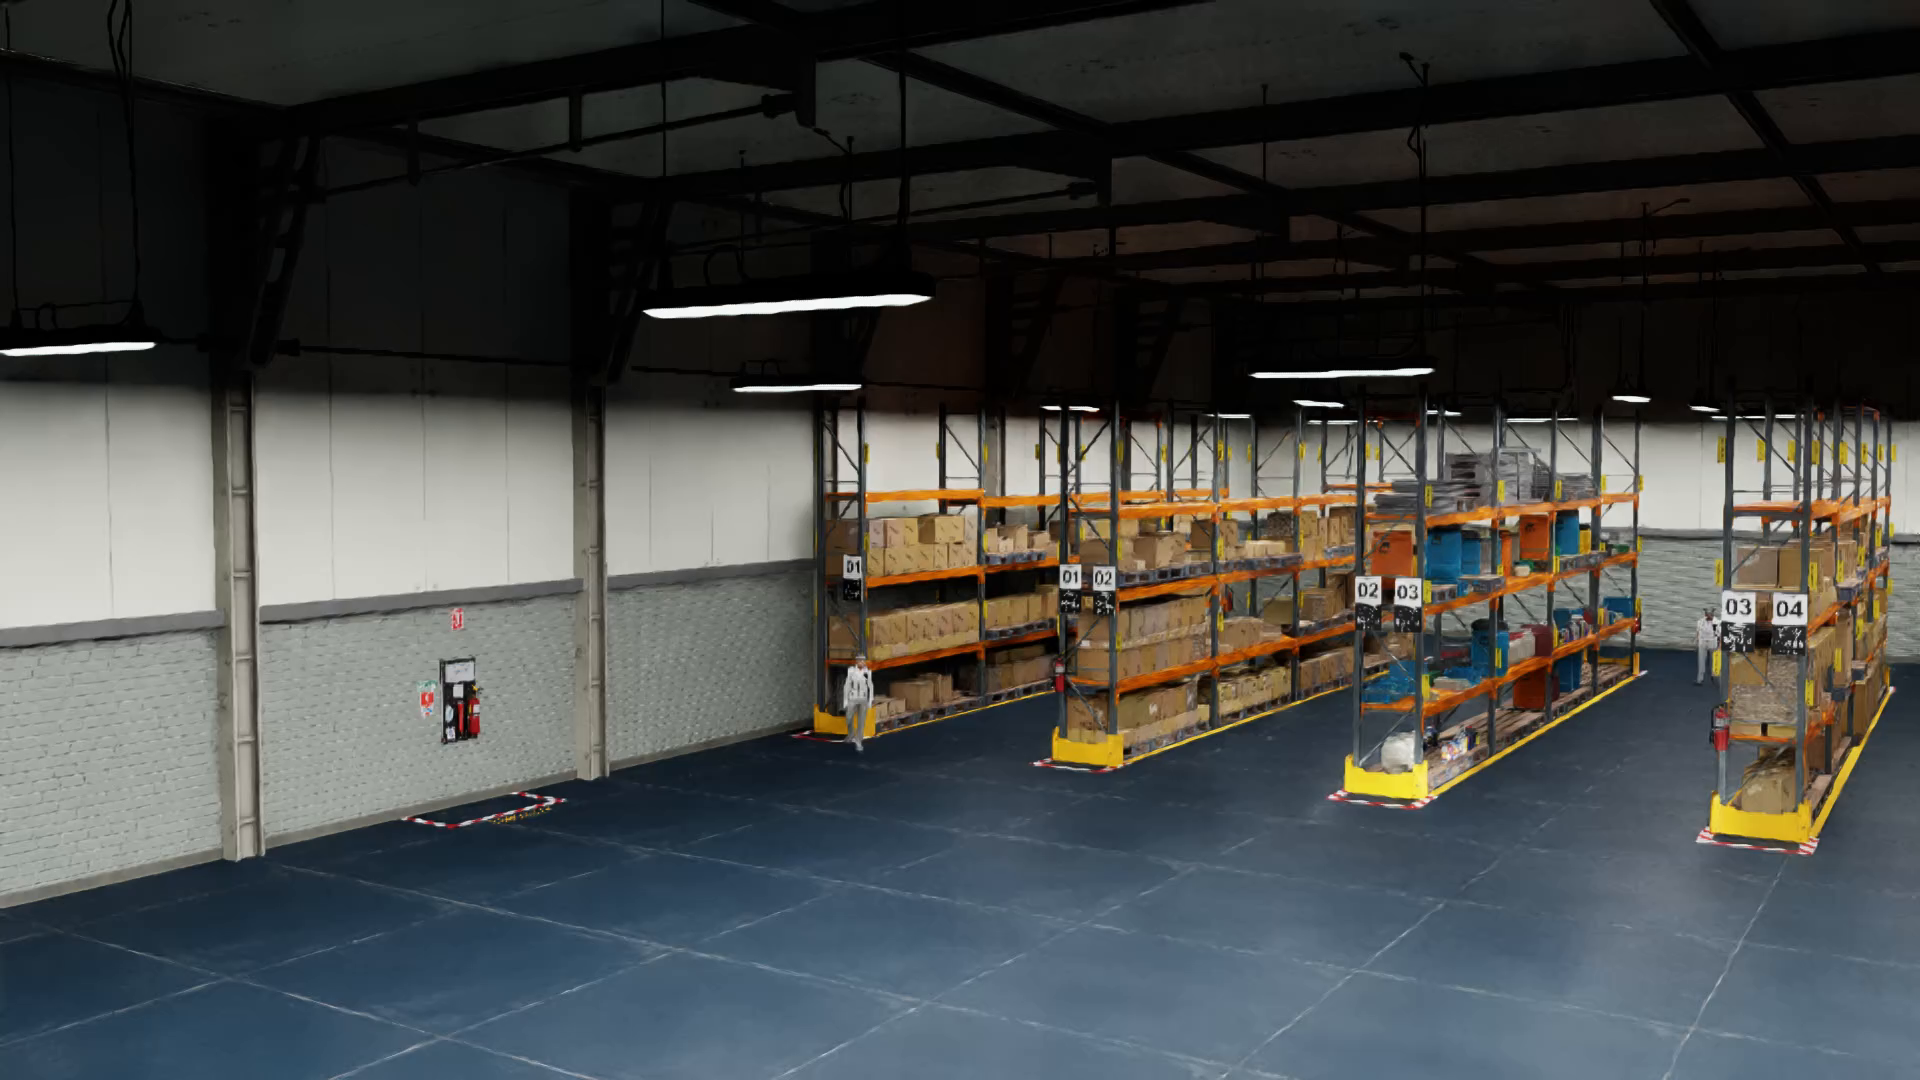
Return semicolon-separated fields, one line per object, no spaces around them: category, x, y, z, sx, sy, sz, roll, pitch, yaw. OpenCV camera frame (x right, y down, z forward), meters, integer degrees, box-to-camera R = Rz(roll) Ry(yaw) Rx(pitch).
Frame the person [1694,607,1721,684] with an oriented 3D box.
person;16.166;2.259;35.865;0.541;1.672;1.085;2;3;30

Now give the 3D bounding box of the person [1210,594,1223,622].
person;6.127;2.067;39.676;0.379;1.676;0.565;1;3;22

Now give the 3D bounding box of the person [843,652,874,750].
person;-1.721;2.699;28.073;0.528;1.668;0.519;0;3;-5
